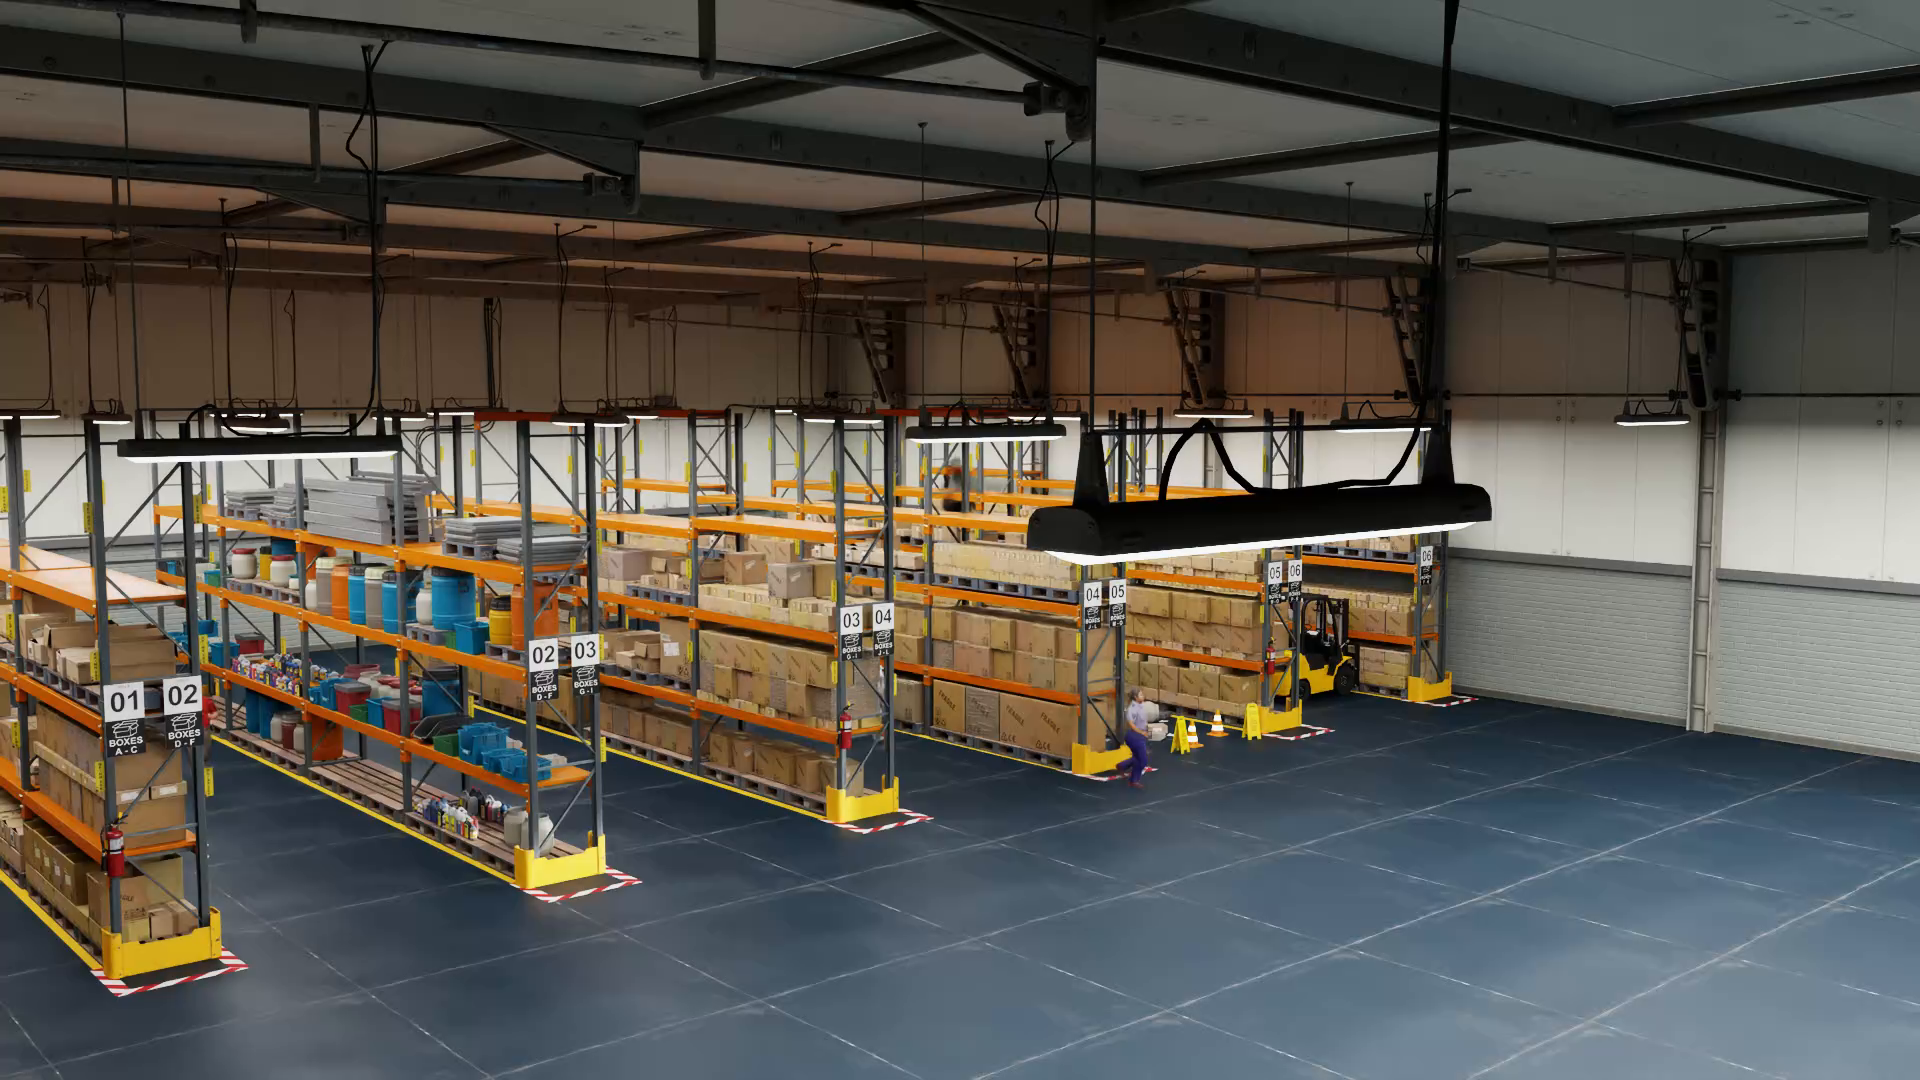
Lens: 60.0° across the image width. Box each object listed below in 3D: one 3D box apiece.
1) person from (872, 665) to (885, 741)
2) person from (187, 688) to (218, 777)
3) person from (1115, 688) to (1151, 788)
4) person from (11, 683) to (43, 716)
[{"bbox_3d":[-1.543,2.834,30.450,0.538,1.647,0.613,5,7,44],"label":"person"},{"bbox_3d":[-12.196,3.117,26.589,0.982,1.706,0.665,5,7,43],"label":"person"},{"bbox_3d":[2.786,3.184,26.805,0.591,1.607,0.637,1,5,12],"label":"person"},{"bbox_3d":[-17.127,2.843,30.592,0.599,1.628,0.588,4,7,42],"label":"person"}]
